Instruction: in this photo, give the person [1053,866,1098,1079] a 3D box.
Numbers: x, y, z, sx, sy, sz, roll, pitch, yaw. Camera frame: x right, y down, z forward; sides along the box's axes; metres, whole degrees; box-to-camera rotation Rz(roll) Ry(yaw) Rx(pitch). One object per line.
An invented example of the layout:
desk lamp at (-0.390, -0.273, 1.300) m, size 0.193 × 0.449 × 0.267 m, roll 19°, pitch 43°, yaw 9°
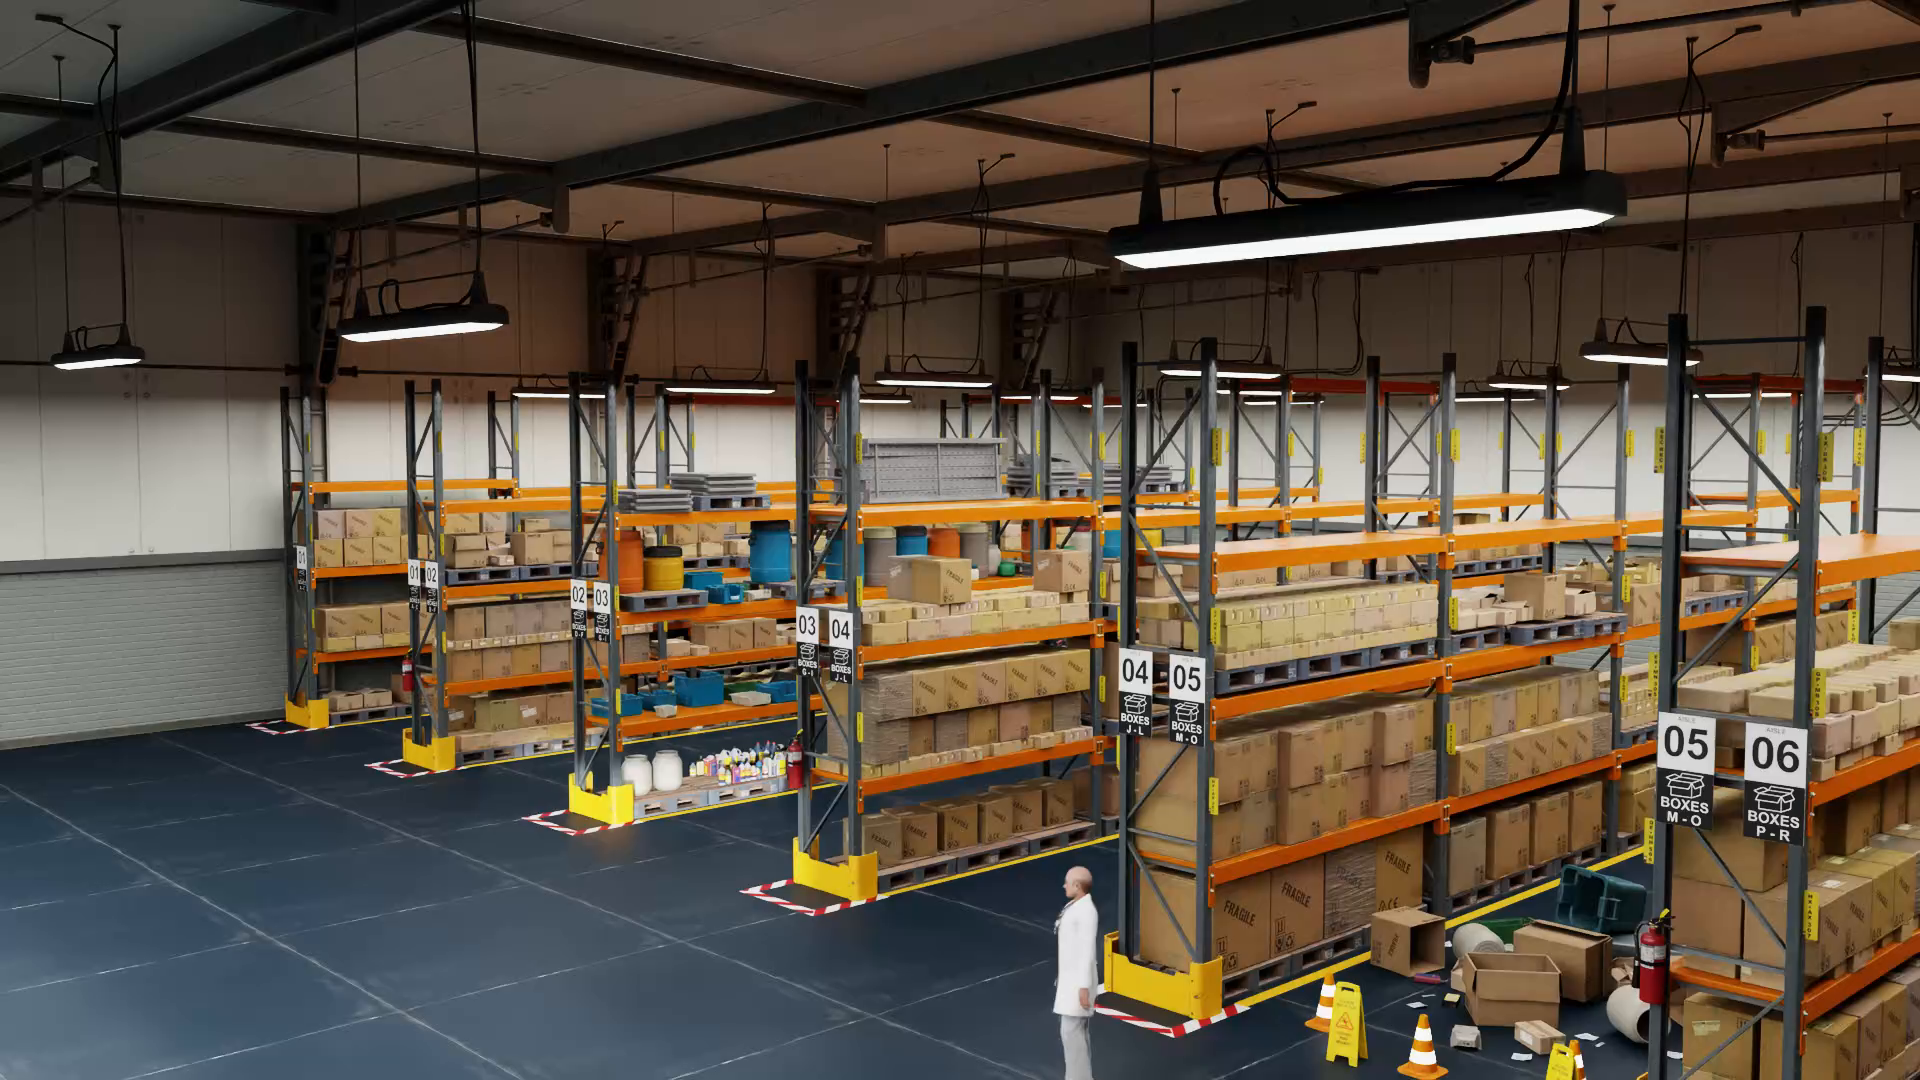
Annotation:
person at (0.867, 3.463, 12.931) m, size 0.402 × 1.834 × 0.629 m, roll 0°, pitch 4°, yaw 1°
